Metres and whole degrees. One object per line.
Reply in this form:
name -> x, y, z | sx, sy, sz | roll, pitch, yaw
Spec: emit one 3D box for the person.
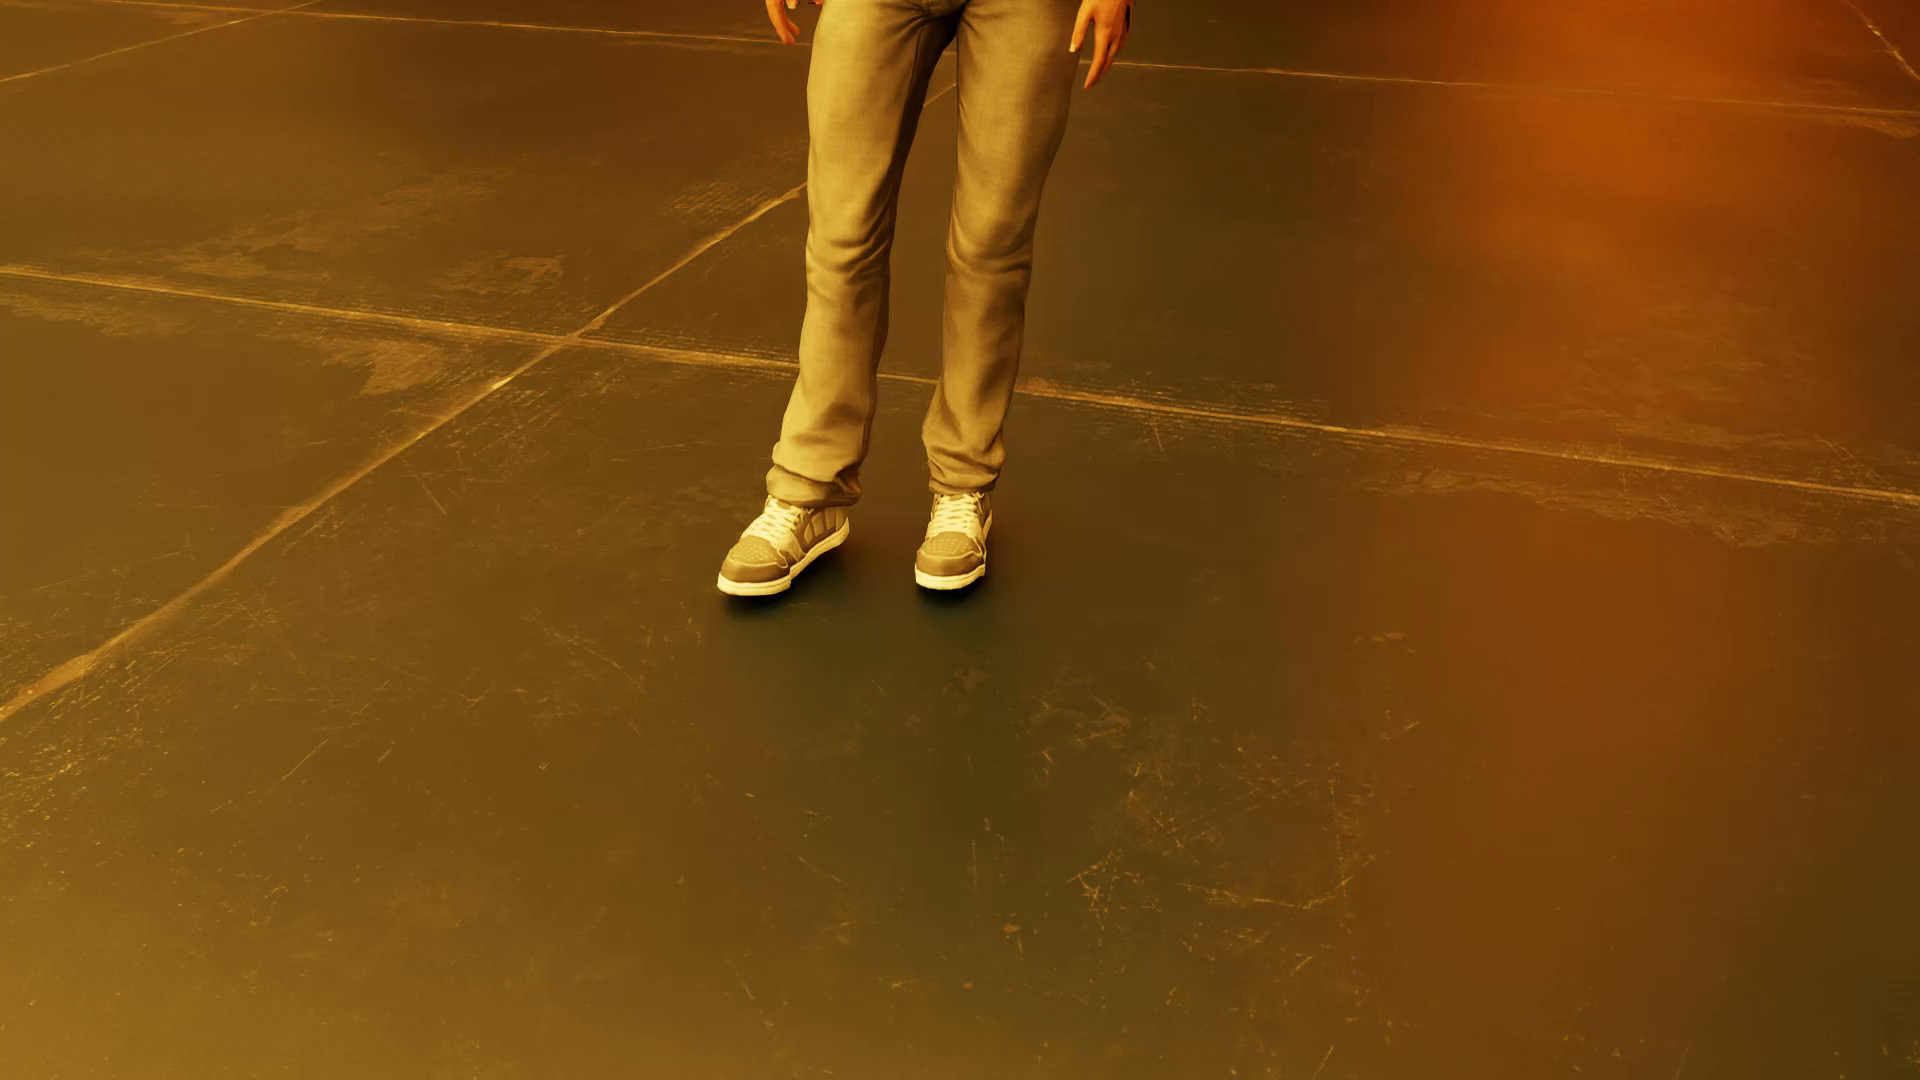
person -> -0.036, -0.684, 2.076 | 0.521, 1.592, 0.473 | 8, 28, 16
